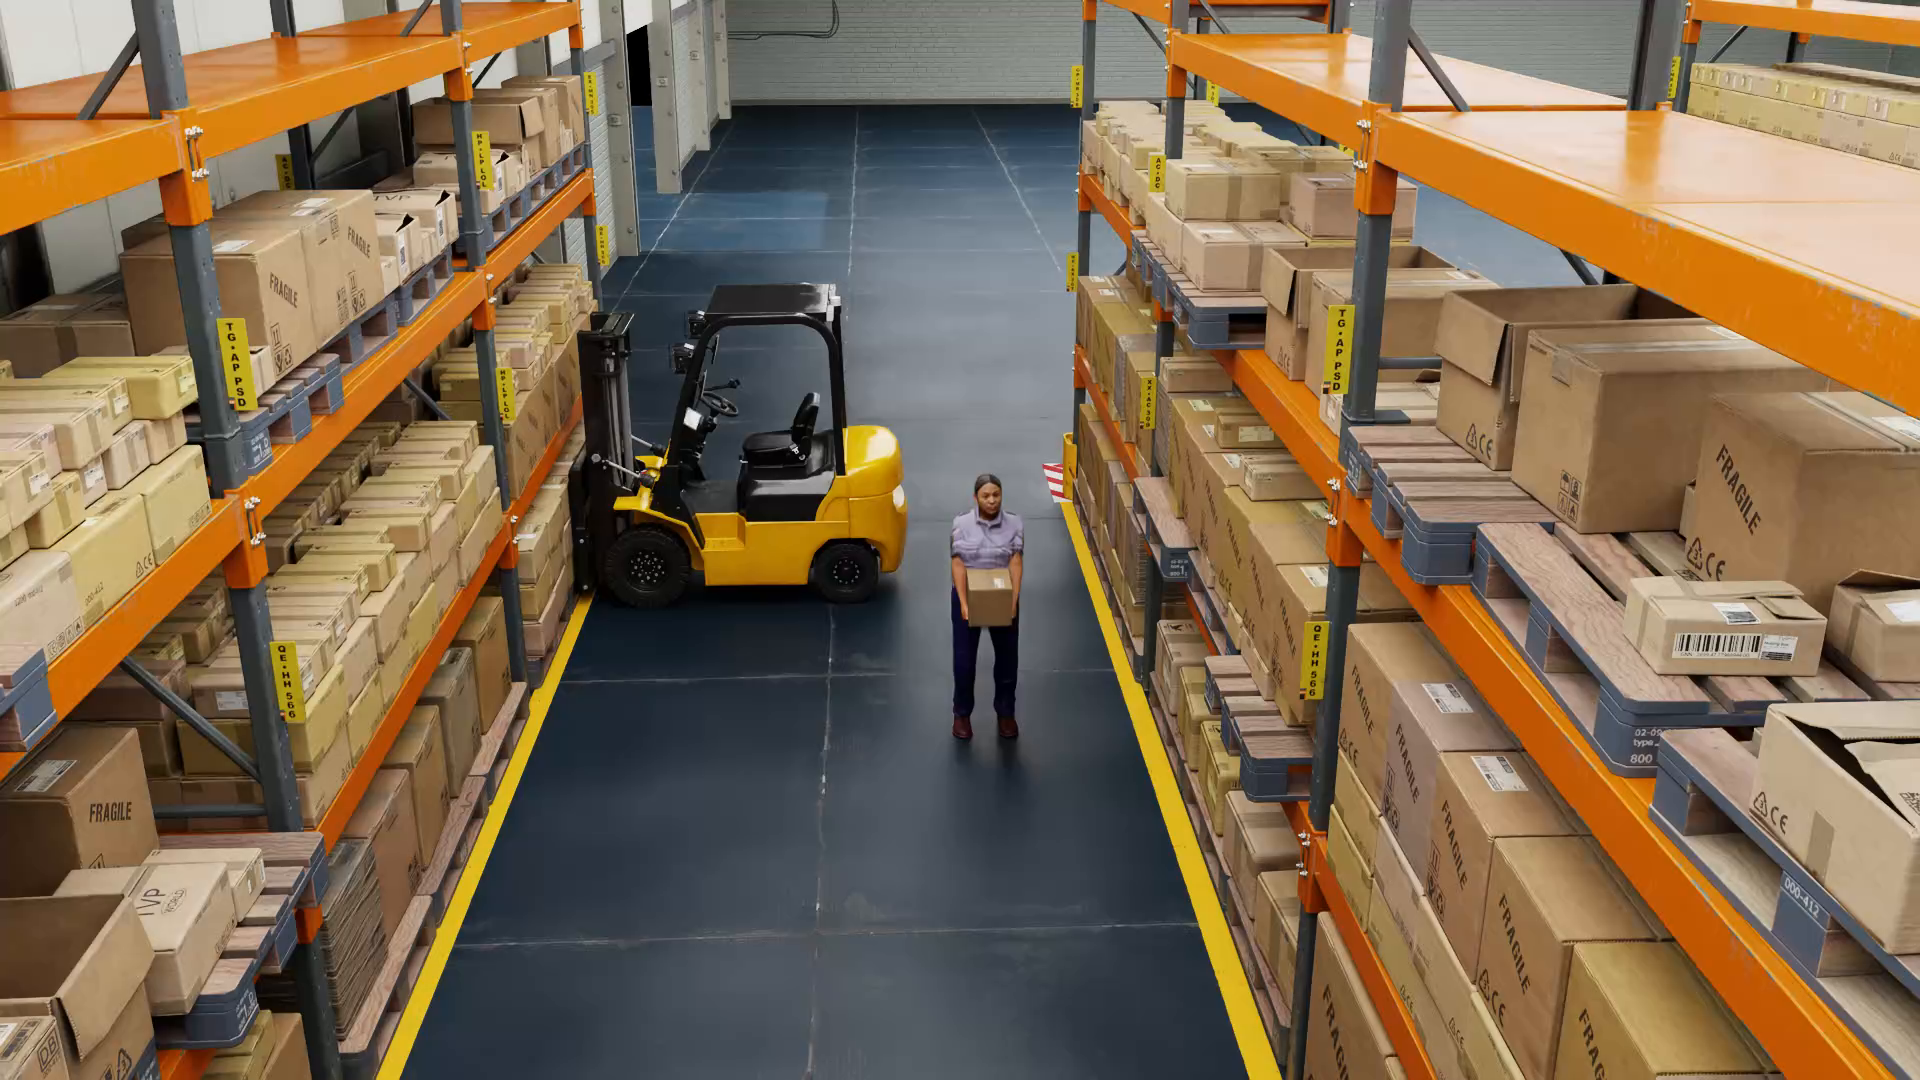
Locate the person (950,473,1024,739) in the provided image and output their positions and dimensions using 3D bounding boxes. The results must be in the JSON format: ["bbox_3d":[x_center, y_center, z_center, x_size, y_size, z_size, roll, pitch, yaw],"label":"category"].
[{"bbox_3d":[0.166,0.420,9.992,0.441,1.646,0.519,-1,21,-3],"label":"person"}]
